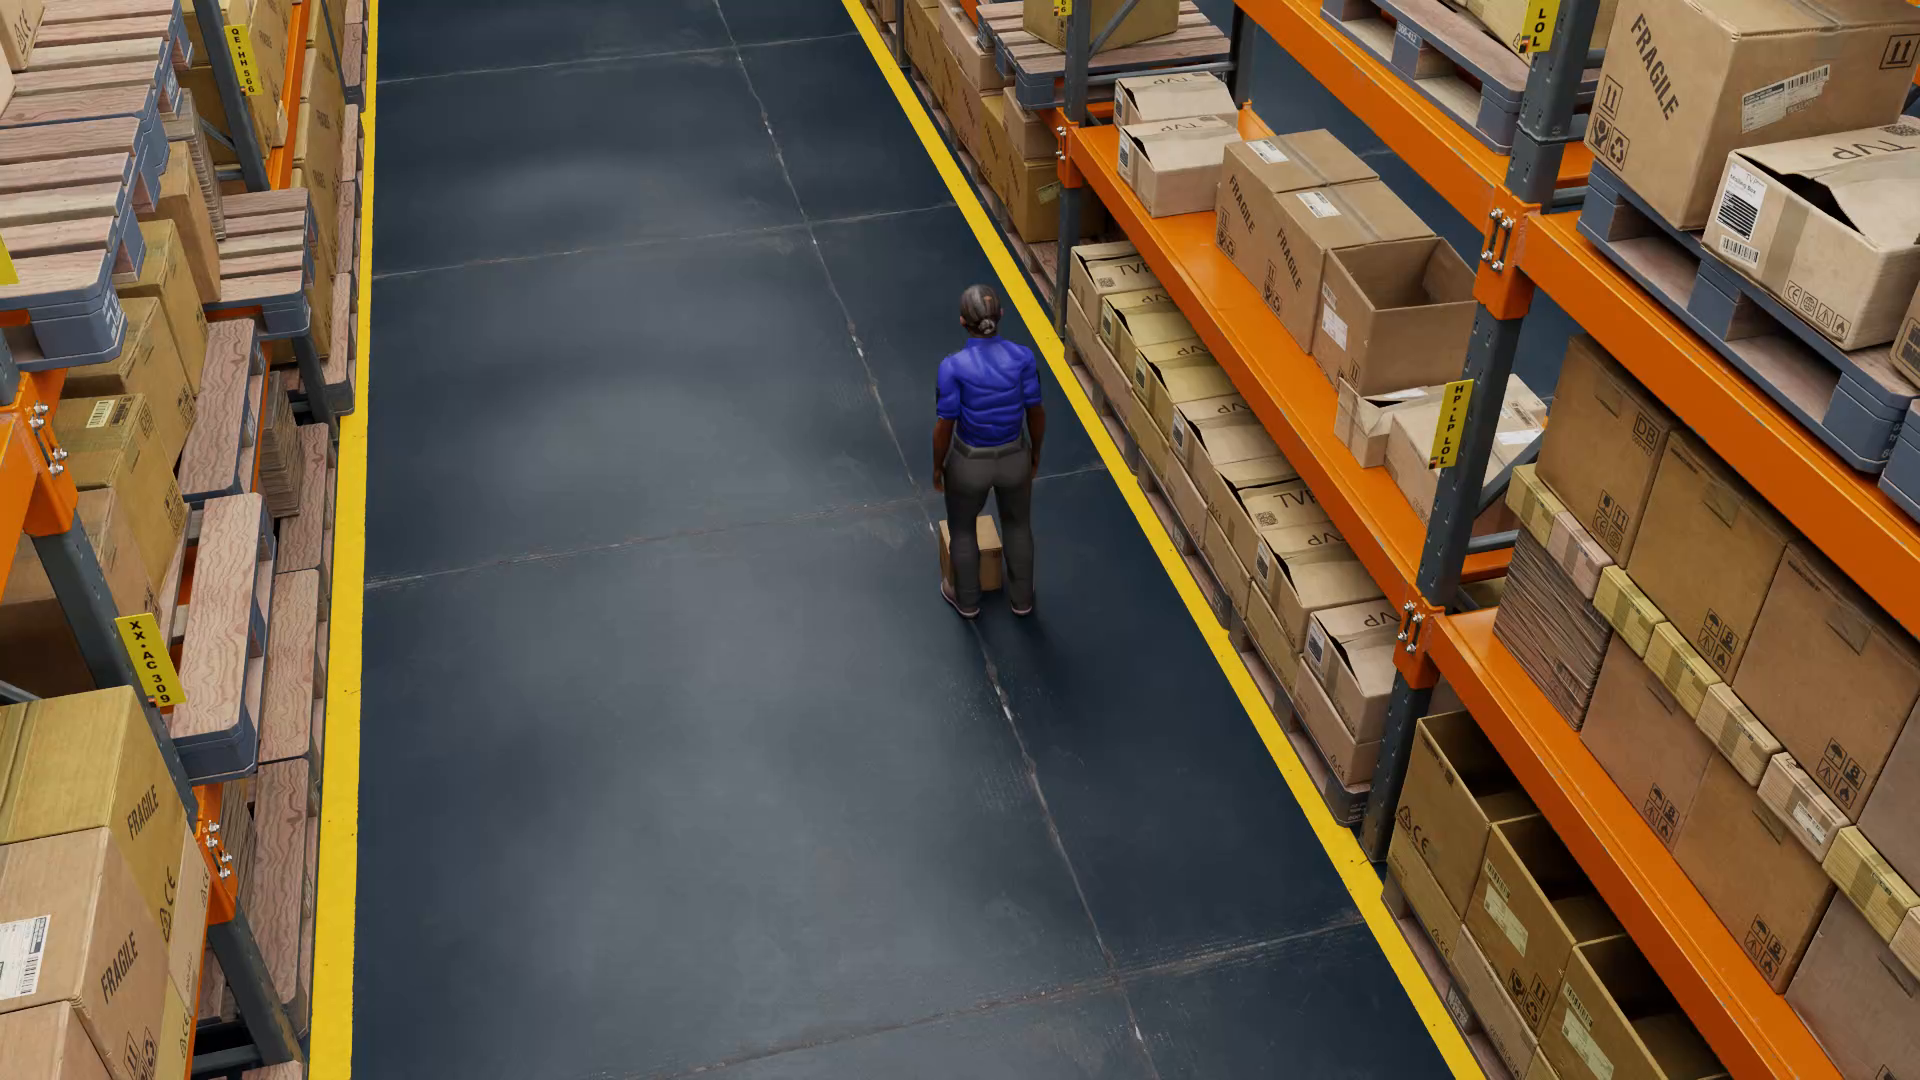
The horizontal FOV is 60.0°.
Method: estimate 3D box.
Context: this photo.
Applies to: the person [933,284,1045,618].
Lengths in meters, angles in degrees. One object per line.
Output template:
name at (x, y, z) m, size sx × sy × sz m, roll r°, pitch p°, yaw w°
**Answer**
person at (0.115, -0.353, 7.163) m, size 0.503 × 1.654 × 0.398 m, roll -9°, pitch 39°, yaw -12°
